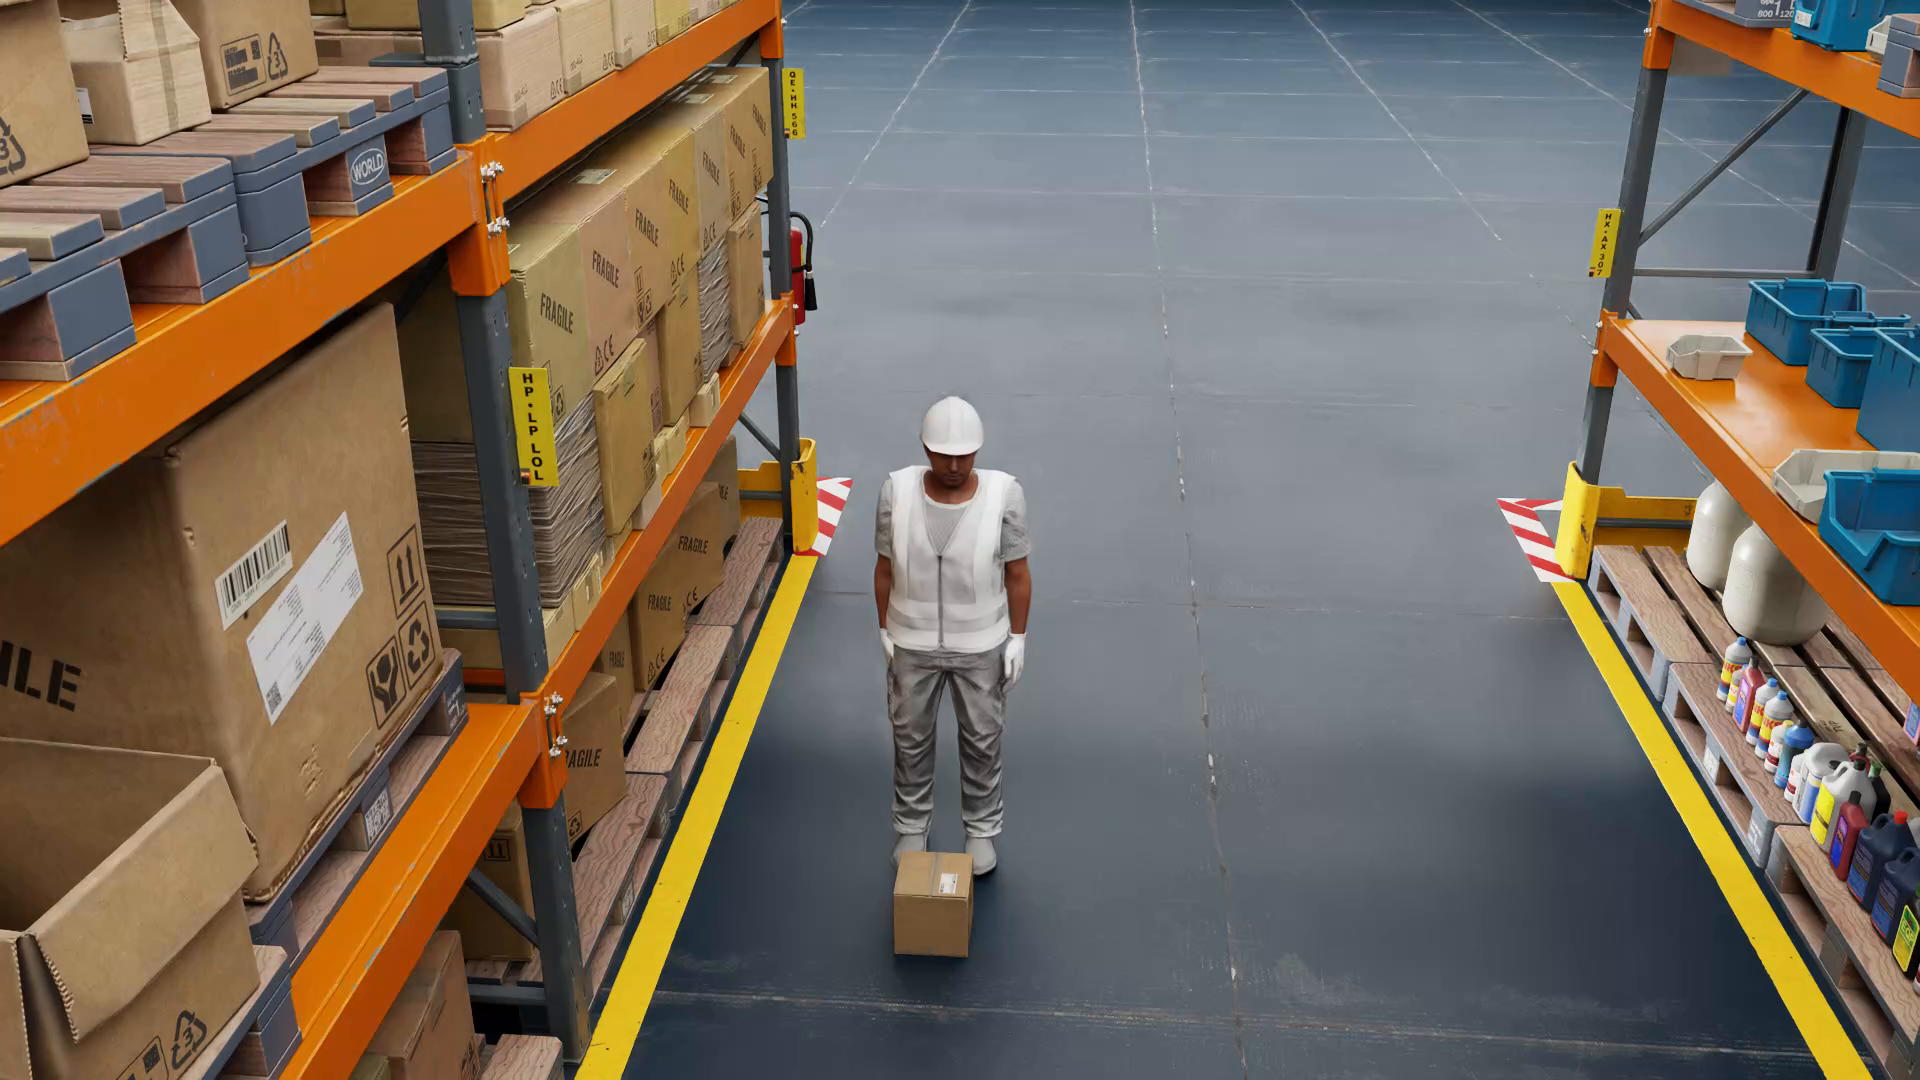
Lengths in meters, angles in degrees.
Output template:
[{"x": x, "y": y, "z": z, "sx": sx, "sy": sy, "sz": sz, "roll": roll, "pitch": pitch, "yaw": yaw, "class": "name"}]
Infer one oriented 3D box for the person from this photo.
[{"x": -0.027, "y": 0.348, "z": 5.819, "sx": 0.545, "sy": 1.781, "sz": 0.354, "roll": 2, "pitch": 24, "yaw": 5, "class": "person"}]
